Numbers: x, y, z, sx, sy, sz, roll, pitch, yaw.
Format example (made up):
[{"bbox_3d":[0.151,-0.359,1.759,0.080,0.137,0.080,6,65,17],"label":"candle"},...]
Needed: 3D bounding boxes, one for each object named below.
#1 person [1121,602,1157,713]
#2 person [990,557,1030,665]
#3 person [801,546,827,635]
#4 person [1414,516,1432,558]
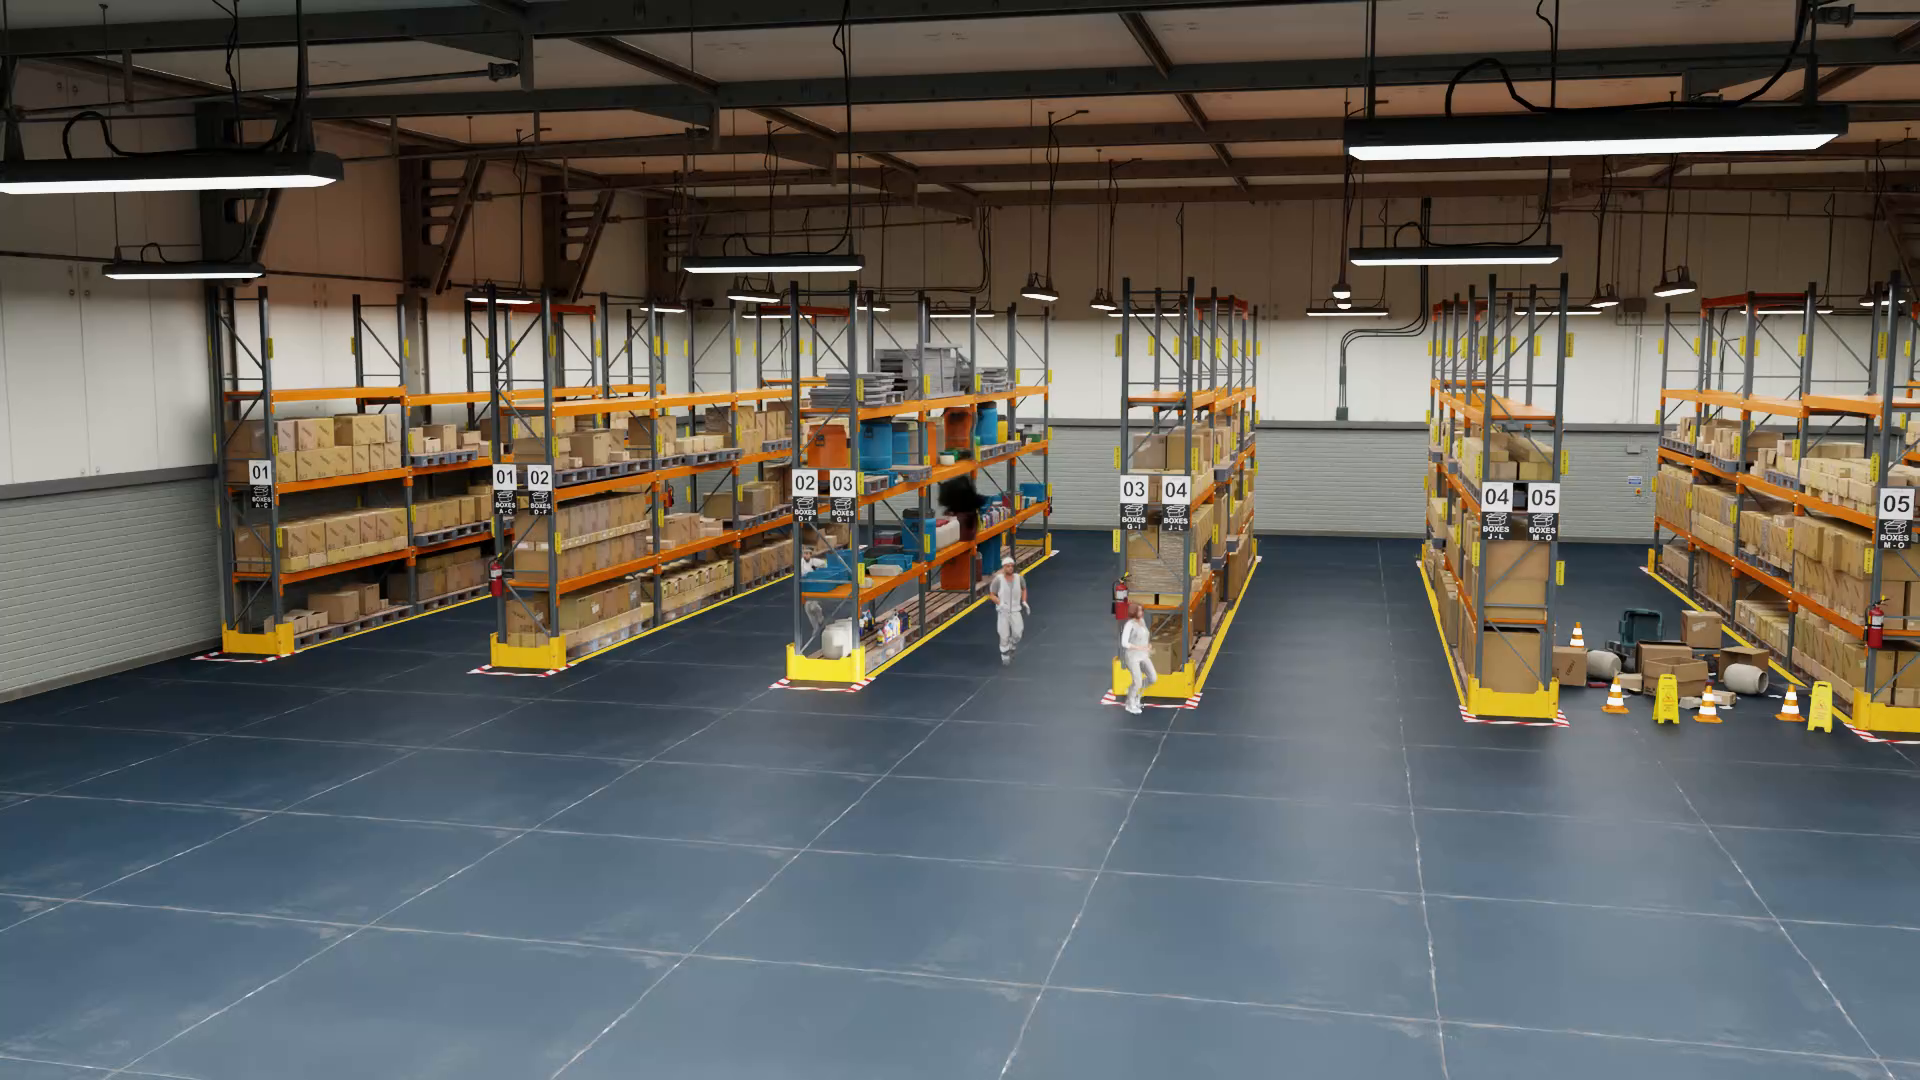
[{"bbox_3d":[2.417,1.619,22.715,0.495,1.556,0.573,6,9,40],"label":"person"},{"bbox_3d":[0.797,1.130,26.188,0.661,1.735,0.642,-1,7,-12],"label":"person"},{"bbox_3d":[-2.604,0.877,29.137,0.604,1.612,0.673,2,7,18],"label":"person"},{"bbox_3d":[11.269,-0.403,39.429,0.970,1.740,0.761,3,7,22],"label":"person"}]
